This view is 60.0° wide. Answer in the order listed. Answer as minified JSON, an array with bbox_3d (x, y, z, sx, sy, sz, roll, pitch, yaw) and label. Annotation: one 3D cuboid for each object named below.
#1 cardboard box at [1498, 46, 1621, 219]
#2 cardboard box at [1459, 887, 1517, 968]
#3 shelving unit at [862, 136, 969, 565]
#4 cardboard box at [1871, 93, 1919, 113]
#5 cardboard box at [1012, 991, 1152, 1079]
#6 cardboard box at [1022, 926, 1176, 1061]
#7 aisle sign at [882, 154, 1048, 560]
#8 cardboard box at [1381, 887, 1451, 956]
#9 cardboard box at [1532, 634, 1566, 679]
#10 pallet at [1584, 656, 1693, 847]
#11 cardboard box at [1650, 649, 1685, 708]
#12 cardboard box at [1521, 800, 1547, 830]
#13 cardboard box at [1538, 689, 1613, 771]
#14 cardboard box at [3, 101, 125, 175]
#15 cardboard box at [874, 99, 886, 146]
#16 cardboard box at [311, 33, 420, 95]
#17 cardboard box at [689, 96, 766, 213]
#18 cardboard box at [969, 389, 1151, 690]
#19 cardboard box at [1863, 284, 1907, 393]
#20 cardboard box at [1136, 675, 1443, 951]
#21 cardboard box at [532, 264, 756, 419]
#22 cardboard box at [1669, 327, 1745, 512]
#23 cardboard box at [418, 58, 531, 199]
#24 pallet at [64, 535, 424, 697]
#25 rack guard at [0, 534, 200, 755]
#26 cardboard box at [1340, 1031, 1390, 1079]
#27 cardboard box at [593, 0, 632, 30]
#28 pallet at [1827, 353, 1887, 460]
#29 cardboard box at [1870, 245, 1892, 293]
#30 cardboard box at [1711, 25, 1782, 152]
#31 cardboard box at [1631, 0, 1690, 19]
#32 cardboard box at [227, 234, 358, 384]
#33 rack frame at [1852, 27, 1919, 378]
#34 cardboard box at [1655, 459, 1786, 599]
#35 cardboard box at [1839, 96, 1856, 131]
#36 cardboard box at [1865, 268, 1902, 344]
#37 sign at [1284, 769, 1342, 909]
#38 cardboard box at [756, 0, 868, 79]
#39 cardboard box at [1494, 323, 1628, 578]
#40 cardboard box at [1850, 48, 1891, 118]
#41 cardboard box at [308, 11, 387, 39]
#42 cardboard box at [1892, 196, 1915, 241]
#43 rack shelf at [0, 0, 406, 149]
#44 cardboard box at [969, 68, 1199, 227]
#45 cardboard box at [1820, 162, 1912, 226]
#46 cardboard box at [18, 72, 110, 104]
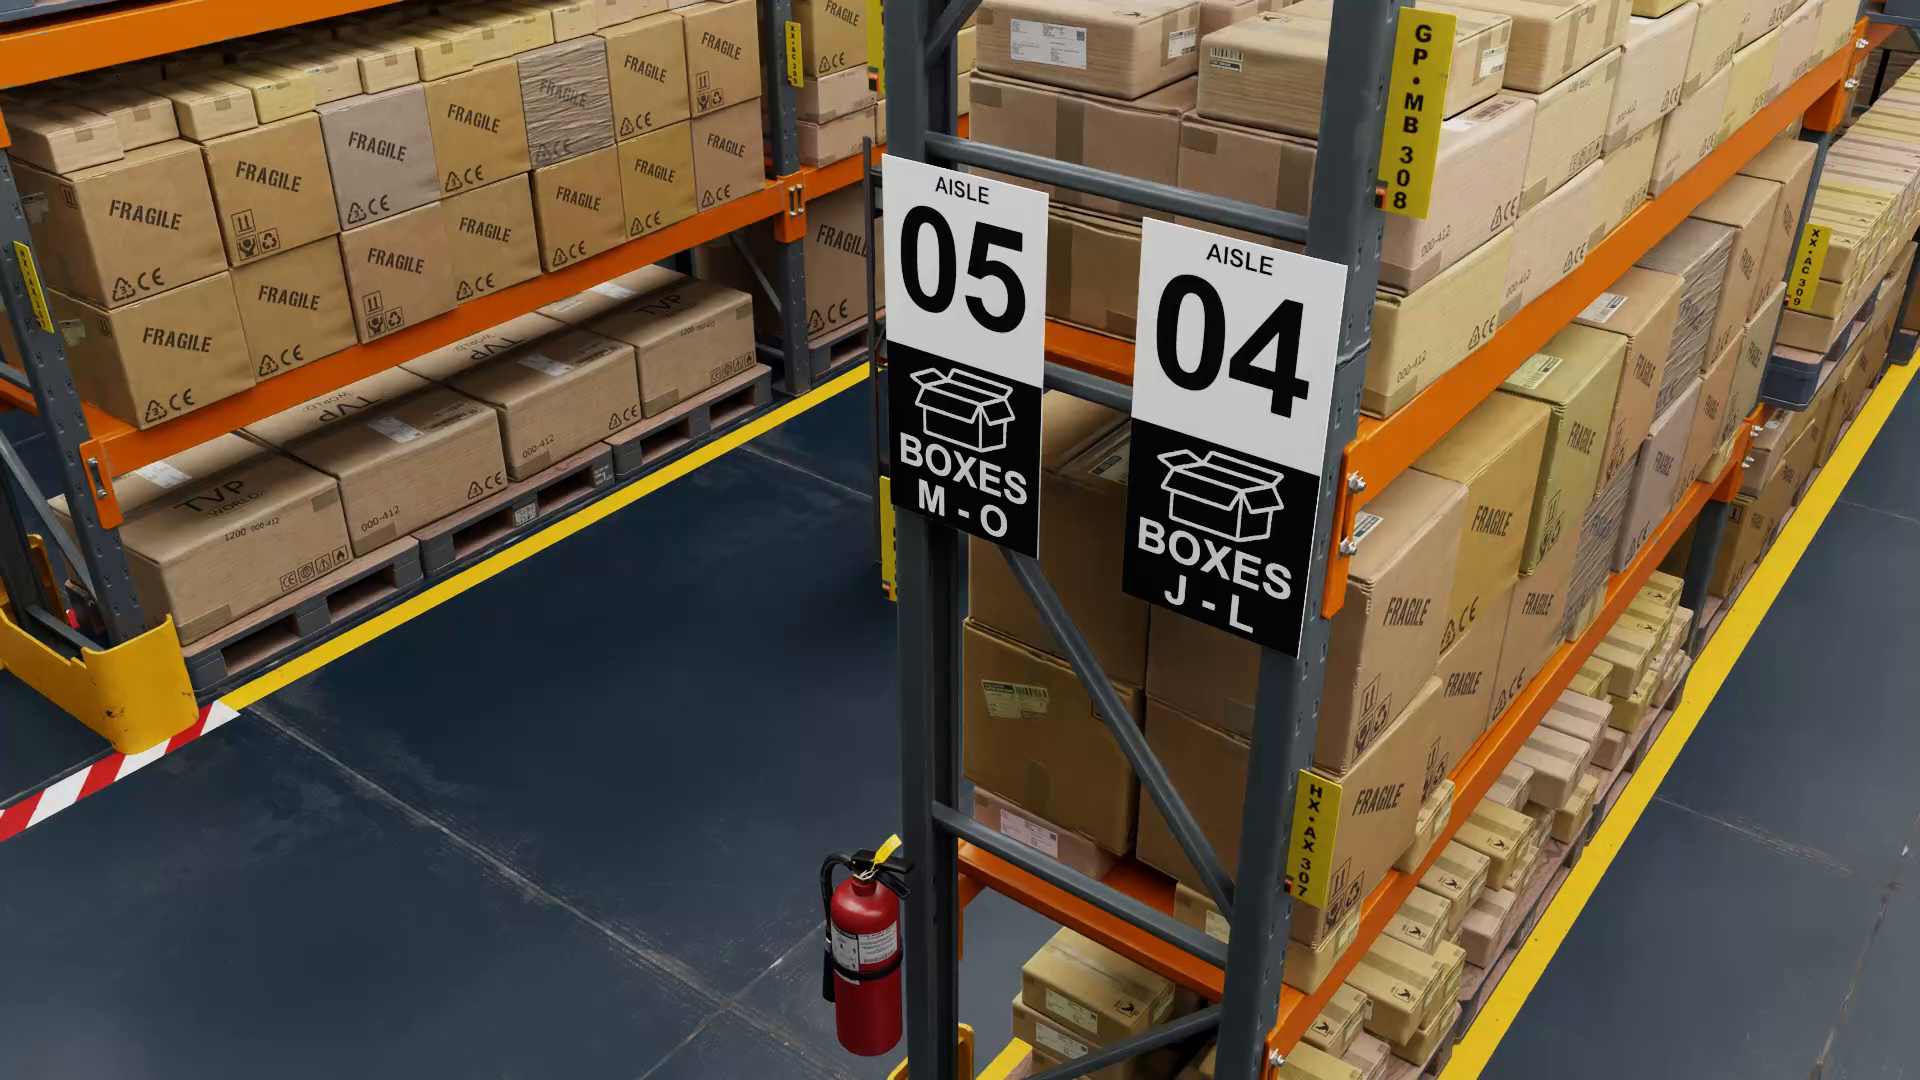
[{"bbox_3d":[1.075,-0.930,3.591,0.500,0.250,0.500,21,36,31],"label":"cardboard box"},{"bbox_3d":[1.636,1.241,5.598,0.380,0.149,0.250,19,36,29],"label":"cardboard box"},{"bbox_3d":[-0.100,-0.836,7.601,0.431,2.100,0.503,21,37,31],"label":"shelving unit"},{"bbox_3d":[4.567,-2.004,7.940,0.380,0.149,0.250,21,37,31],"label":"cardboard box"},{"bbox_3d":[0.379,1.438,4.975,0.380,0.149,0.250,20,36,30],"label":"cardboard box"},{"bbox_3d":[0.406,1.319,4.883,0.380,0.149,0.250,22,37,32],"label":"cardboard box"},{"bbox_3d":[0.005,-0.359,3.363,0.394,0.787,0.004,21,37,31],"label":"aisle sign"},{"bbox_3d":[1.284,1.165,5.142,0.380,0.149,0.250,19,36,29],"label":"cardboard box"},{"bbox_3d":[1.646,0.250,5.133,0.380,0.149,0.250,23,37,33],"label":"cardboard box"},{"bbox_3d":[2.326,0.680,6.896,1.003,0.211,1.213,21,37,31],"label":"pallet"},{"bbox_3d":[2.738,0.506,6.838,0.380,0.149,0.250,22,37,32],"label":"cardboard box"},{"bbox_3d":[1.919,0.852,5.962,0.380,0.149,0.250,19,36,29],"label":"cardboard box"},{"bbox_3d":[2.120,0.650,6.011,0.380,0.149,0.250,19,36,29],"label":"cardboard box"},{"bbox_3d":[-3.284,-1.471,6.076,0.380,0.149,0.250,22,37,32],"label":"cardboard box"},{"bbox_3d":[-0.517,-2.530,9.724,0.500,0.250,0.500,20,36,30],"label":"cardboard box"},{"bbox_3d":[-2.489,-1.994,6.958,0.380,0.149,0.250,21,37,32],"label":"cardboard box"},{"bbox_3d":[-1.381,-2.062,8.689,0.500,0.500,0.500,21,37,32],"label":"cardboard box"},{"bbox_3d":[0.366,-0.041,4.007,0.500,0.500,0.500,20,36,30],"label":"cardboard box"},{"bbox_3d":[4.928,-1.187,9.350,0.500,0.500,0.500,21,37,31],"label":"cardboard box"},{"bbox_3d":[0.779,0.554,3.984,0.500,0.500,0.500,23,38,33],"label":"cardboard box"},{"bbox_3d":[-1.769,-1.142,9.336,0.875,0.438,0.875,21,36,31],"label":"cardboard box"},{"bbox_3d":[2.322,-0.480,5.729,0.500,0.500,0.500,20,36,30],"label":"cardboard box"},{"bbox_3d":[-2.291,-1.868,7.380,0.500,0.500,0.500,21,37,31],"label":"cardboard box"},{"bbox_3d":[-3.299,0.190,7.722,1.003,0.211,1.213,21,37,31],"label":"pallet"},{"bbox_3d":[-3.734,0.425,7.043,1.175,0.500,0.348,21,37,31],"label":"rack guard"},{"bbox_3d":[1.019,1.512,4.849,0.380,0.149,0.250,21,37,31],"label":"cardboard box"},{"bbox_3d":[-1.779,-2.535,7.869,0.380,0.149,0.250,21,36,31],"label":"cardboard box"},{"bbox_3d":[4.644,-0.913,9.583,1.003,0.211,1.213,21,37,31],"label":"pallet"},{"bbox_3d":[3.776,-1.211,7.187,0.380,0.149,0.250,22,37,32],"label":"cardboard box"},{"bbox_3d":[2.005,-1.341,4.776,0.500,0.250,0.500,21,36,31],"label":"cardboard box"},{"bbox_3d":[1.509,-1.352,3.912,0.380,0.149,0.250,22,37,33],"label":"cardboard box"},{"bbox_3d":[-2.918,-1.024,6.938,0.500,0.500,0.500,21,36,31],"label":"cardboard box"},{"bbox_3d":[5.117,-2.430,9.407,1.000,3.000,0.127,21,37,31],"label":"rack frame"},{"bbox_3d":[3.360,-0.128,7.563,0.500,0.500,0.500,23,37,33],"label":"cardboard box"},{"bbox_3d":[4.686,-2.382,9.162,0.380,0.149,0.250,21,36,31],"label":"cardboard box"},{"bbox_3d":[4.617,-1.290,8.789,0.500,0.250,0.500,22,37,32],"label":"cardboard box"},{"bbox_3d":[0.721,0.617,3.418,0.100,0.325,0.005,21,37,31],"label":"sign"},{"bbox_3d":[-0.810,-2.850,9.037,0.500,0.500,0.500,22,37,32],"label":"cardboard box"},{"bbox_3d":[1.402,-0.291,4.429,0.500,0.500,0.500,20,36,30],"label":"cardboard box"},{"bbox_3d":[5.175,-2.738,9.830,0.500,0.500,0.500,21,37,31],"label":"cardboard box"},{"bbox_3d":[-2.762,-2.256,7.400,0.380,0.149,0.250,22,37,33],"label":"cardboard box"},{"bbox_3d":[3.935,-1.450,7.297,0.380,0.149,0.250,23,38,33],"label":"cardboard box"},{"bbox_3d":[-2.512,-2.516,7.176,0.831,0.071,3.687,21,37,31],"label":"rack shelf"},{"bbox_3d":[0.363,-0.884,3.515,0.500,0.250,0.500,20,36,30],"label":"cardboard box"},{"bbox_3d":[3.780,-1.470,7.039,0.380,0.149,0.250,21,36,31],"label":"cardboard box"},{"bbox_3d":[-3.528,-1.730,6.513,0.380,0.149,0.250,22,37,32],"label":"cardboard box"}]
